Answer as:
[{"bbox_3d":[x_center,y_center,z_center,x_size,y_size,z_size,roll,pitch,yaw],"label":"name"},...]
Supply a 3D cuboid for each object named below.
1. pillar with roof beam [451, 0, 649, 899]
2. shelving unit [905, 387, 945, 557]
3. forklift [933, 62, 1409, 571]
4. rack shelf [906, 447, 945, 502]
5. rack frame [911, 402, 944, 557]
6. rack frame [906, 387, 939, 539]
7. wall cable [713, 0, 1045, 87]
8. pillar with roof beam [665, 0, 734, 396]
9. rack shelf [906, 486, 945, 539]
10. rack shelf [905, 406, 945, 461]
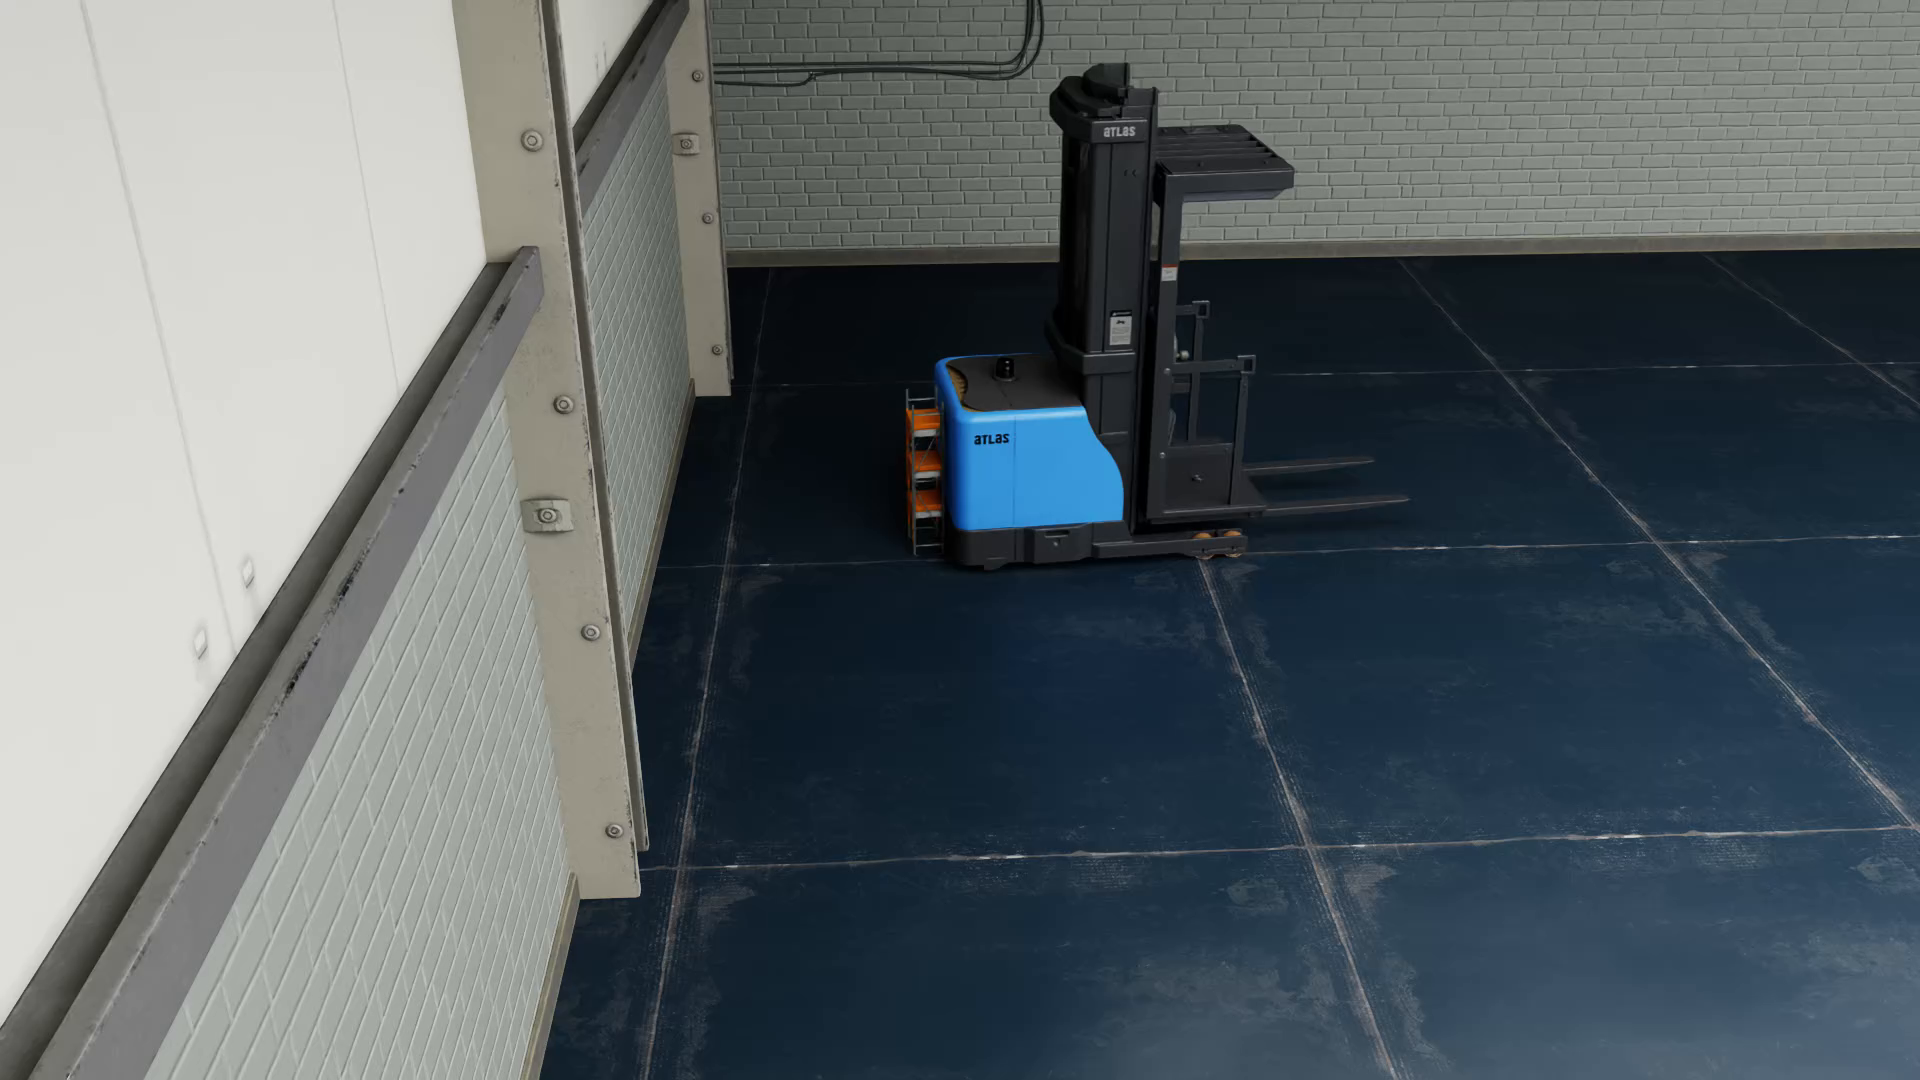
[{"bbox_3d":[2.658,-2.538,5.947,9.100,9.000,0.400,-1,28,-3],"label":"pillar with roof beam"},{"bbox_3d":[-0.219,-0.424,10.491,0.215,1.050,0.252,-4,28,-8],"label":"shelving unit"},{"bbox_3d":[1.384,-1.413,10.351,3.031,2.935,1.130,-4,28,-8],"label":"forklift"},{"bbox_3d":[-0.219,-0.415,10.496,0.215,0.259,0.240,-4,28,-8],"label":"rack shelf"},{"bbox_3d":[-0.199,-0.369,10.384,0.200,1.050,0.008,-4,28,-8],"label":"rack frame"},{"bbox_3d":[-0.239,-0.480,10.597,0.200,1.050,0.008,-4,28,-8],"label":"rack frame"},{"bbox_3d":[-0.787,-5.220,14.448,3.097,2.526,0.112,-1,28,-3],"label":"wall cable"},{"bbox_3d":[2.345,-5.309,11.259,9.100,9.000,0.400,-1,28,-3],"label":"pillar with roof beam"},{"bbox_3d":[-0.219,-0.169,10.624,0.215,0.259,0.240,-4,28,-8],"label":"rack shelf"},{"bbox_3d":[-0.219,-0.667,10.364,0.215,0.259,0.240,-4,28,-8],"label":"rack shelf"}]
